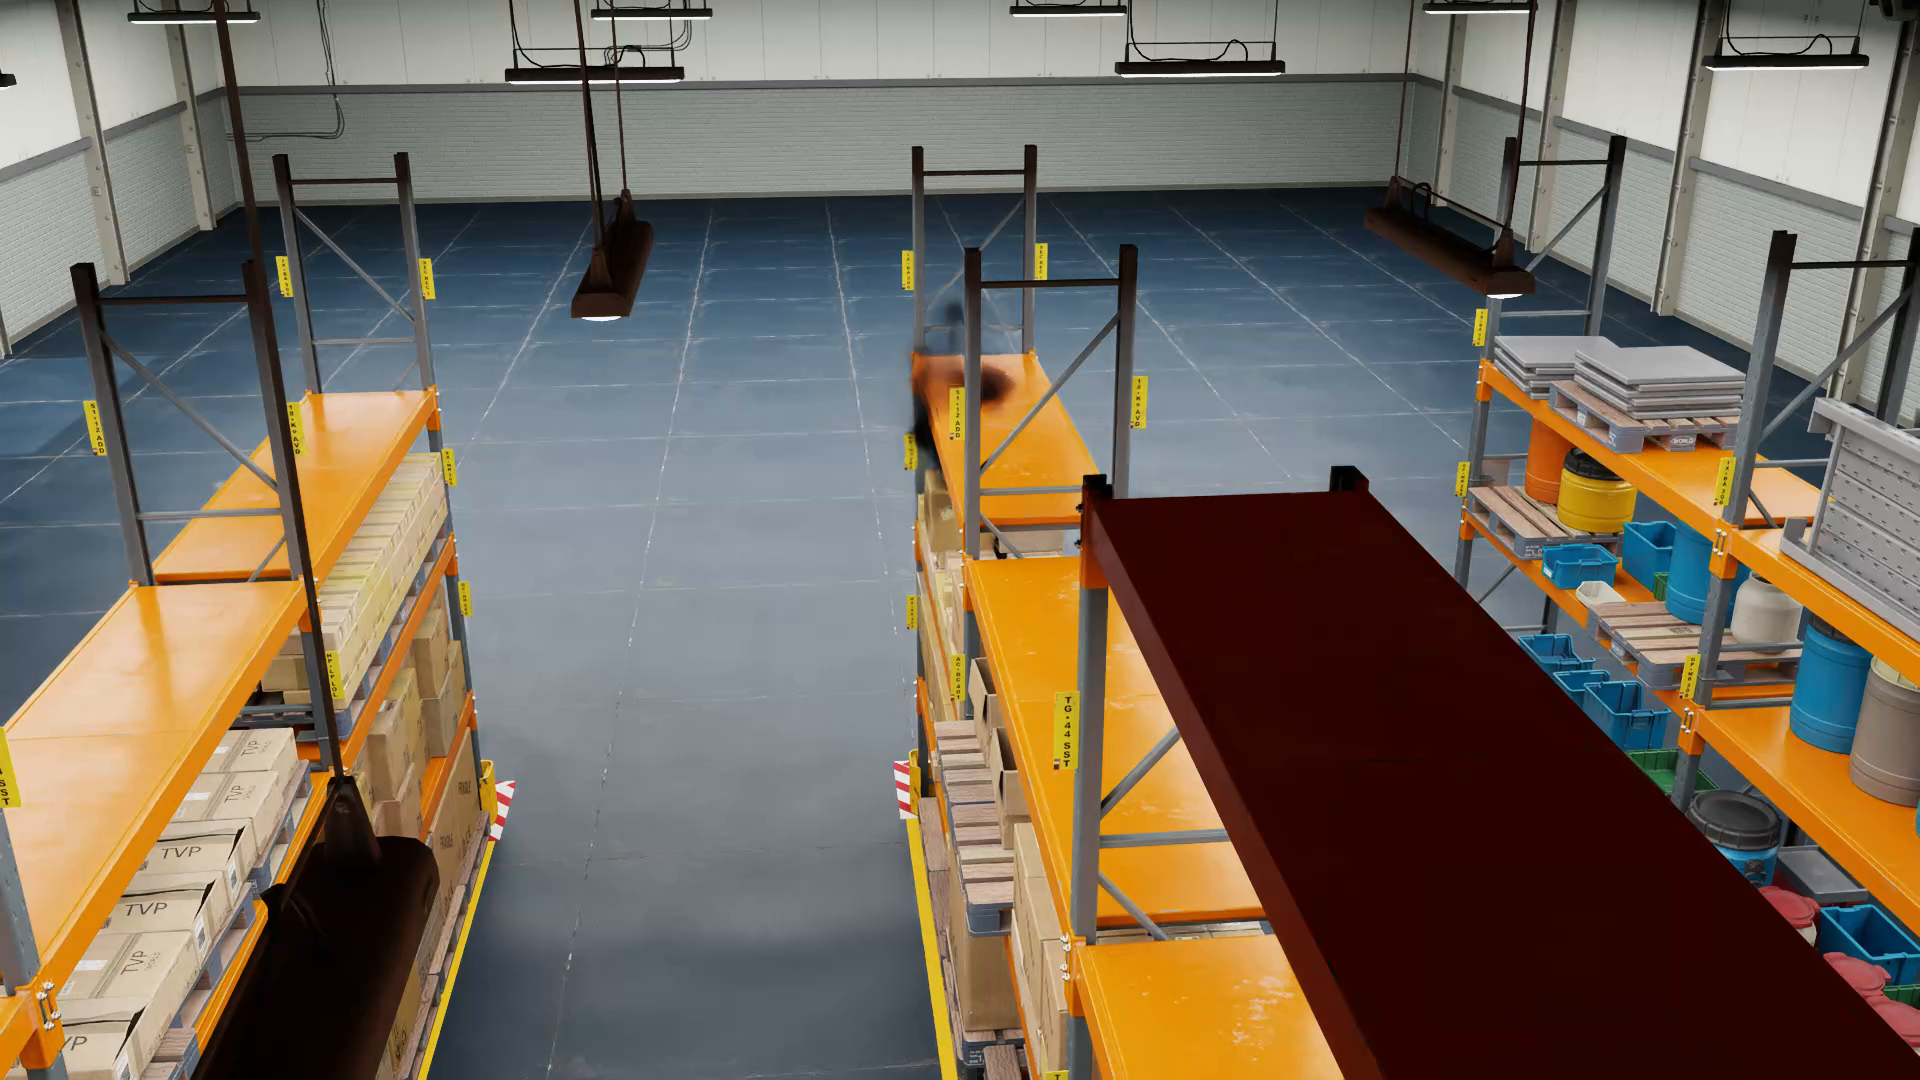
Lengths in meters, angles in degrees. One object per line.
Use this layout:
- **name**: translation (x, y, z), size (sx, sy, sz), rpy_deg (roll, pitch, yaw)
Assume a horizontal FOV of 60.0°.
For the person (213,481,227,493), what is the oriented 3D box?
- **person**: translation (-8.273, 0.137, 19.083), size (0.667, 1.668, 0.587), rpy_deg (20, 29, 40)
